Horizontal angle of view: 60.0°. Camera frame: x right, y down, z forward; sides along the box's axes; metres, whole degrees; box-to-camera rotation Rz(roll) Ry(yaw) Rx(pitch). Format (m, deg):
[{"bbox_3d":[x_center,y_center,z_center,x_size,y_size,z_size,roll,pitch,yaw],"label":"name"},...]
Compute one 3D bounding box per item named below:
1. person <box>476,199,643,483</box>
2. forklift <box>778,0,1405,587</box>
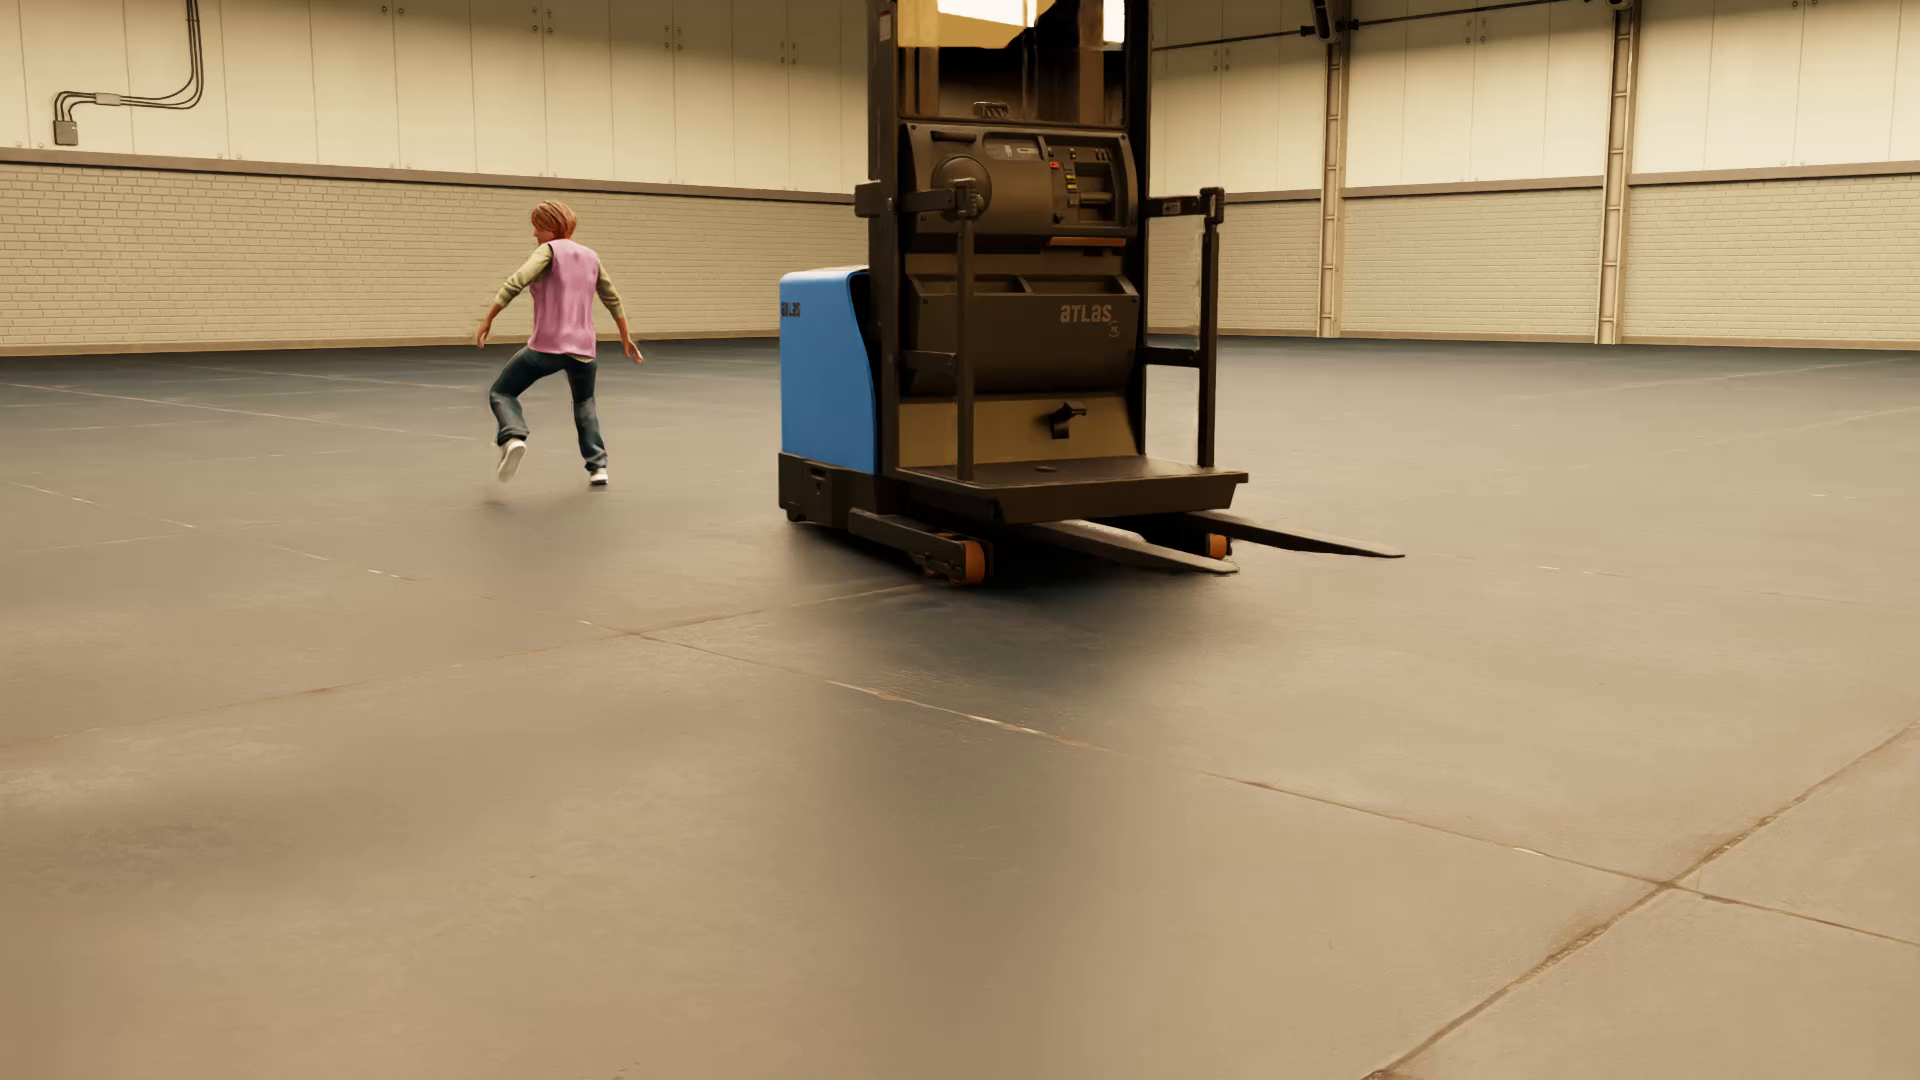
[{"bbox_3d":[-2.012,-0.978,8.445,0.946,1.472,0.465,-8,12,-42],"label":"person"},{"bbox_3d":[0.336,-1.363,5.924,1.130,2.935,3.031,-4,10,-27],"label":"forklift"}]
